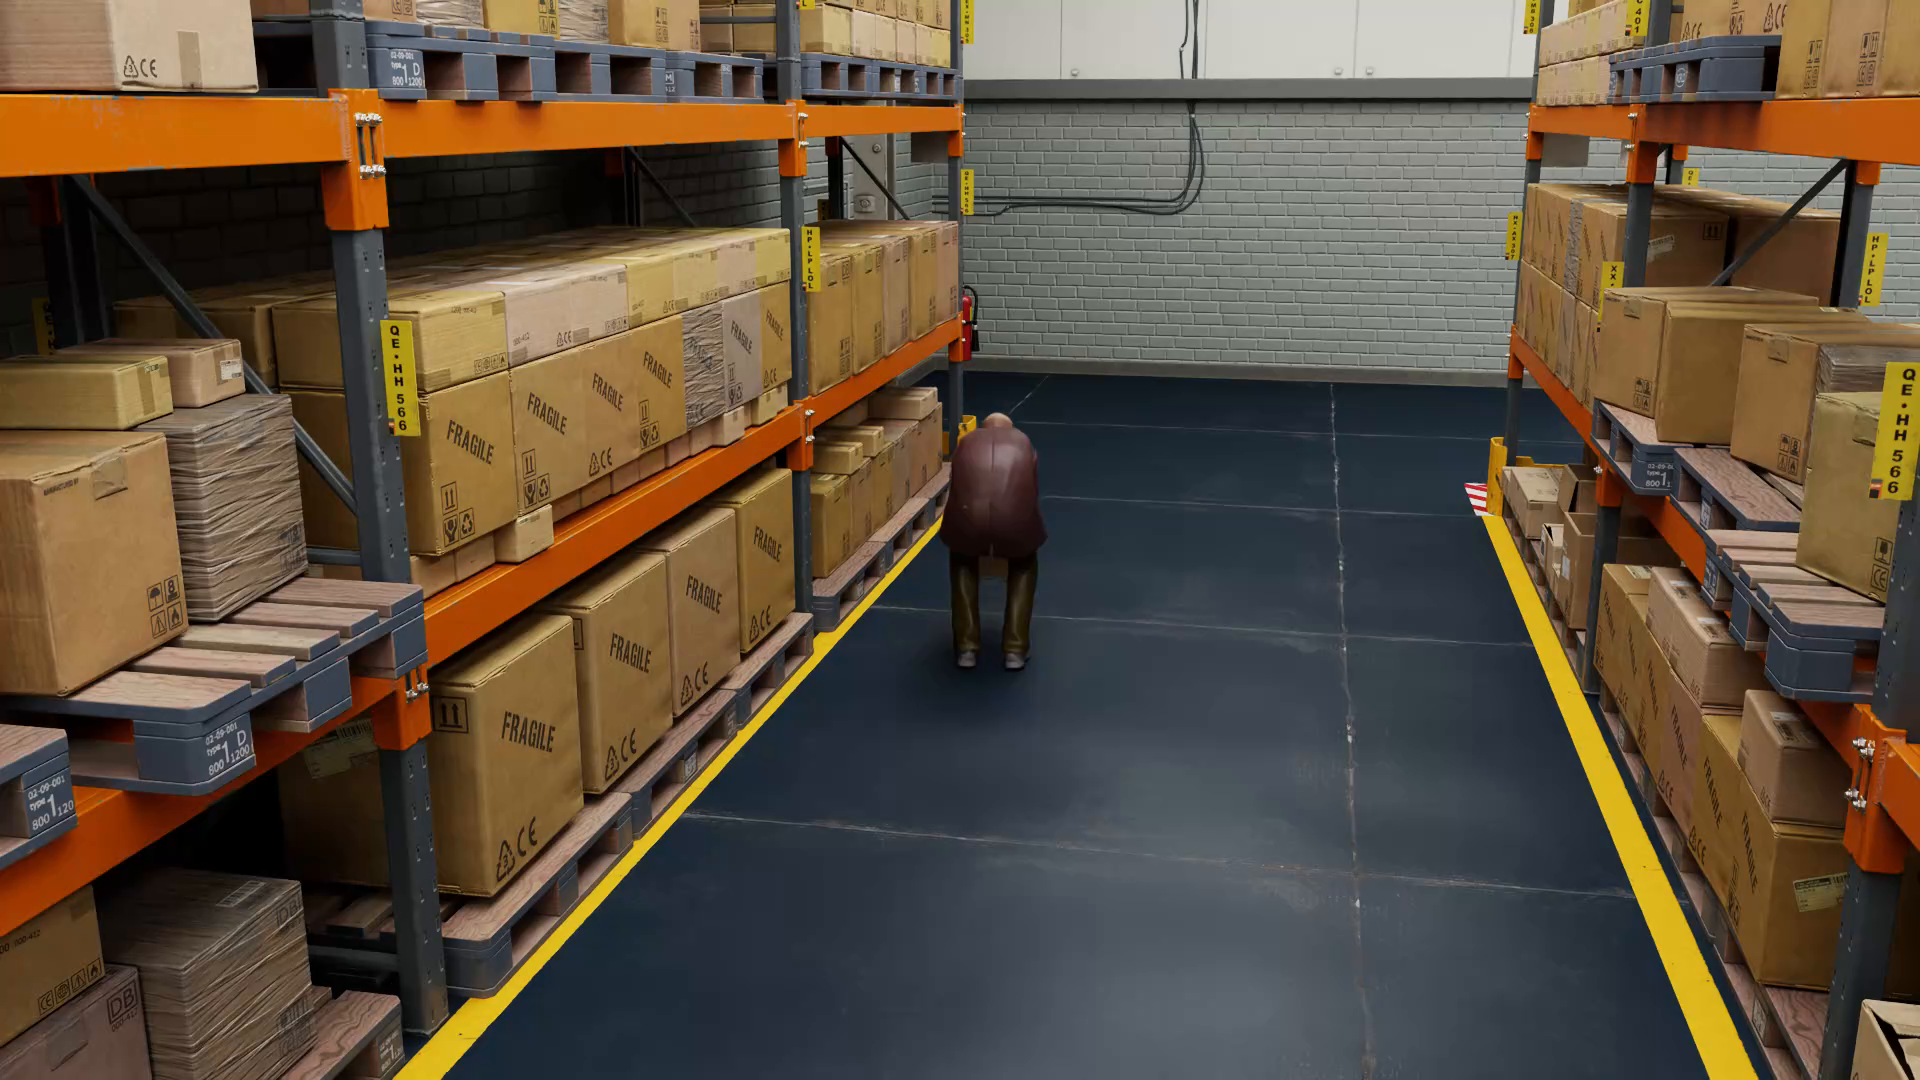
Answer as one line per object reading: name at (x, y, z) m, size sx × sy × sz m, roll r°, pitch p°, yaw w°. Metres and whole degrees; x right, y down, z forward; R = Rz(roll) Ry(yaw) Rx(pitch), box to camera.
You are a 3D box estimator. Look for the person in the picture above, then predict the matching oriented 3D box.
person at (0.186, -0.009, 8.732) m, size 0.563 × 1.204 × 0.939 m, roll 1°, pitch 14°, yaw 4°
